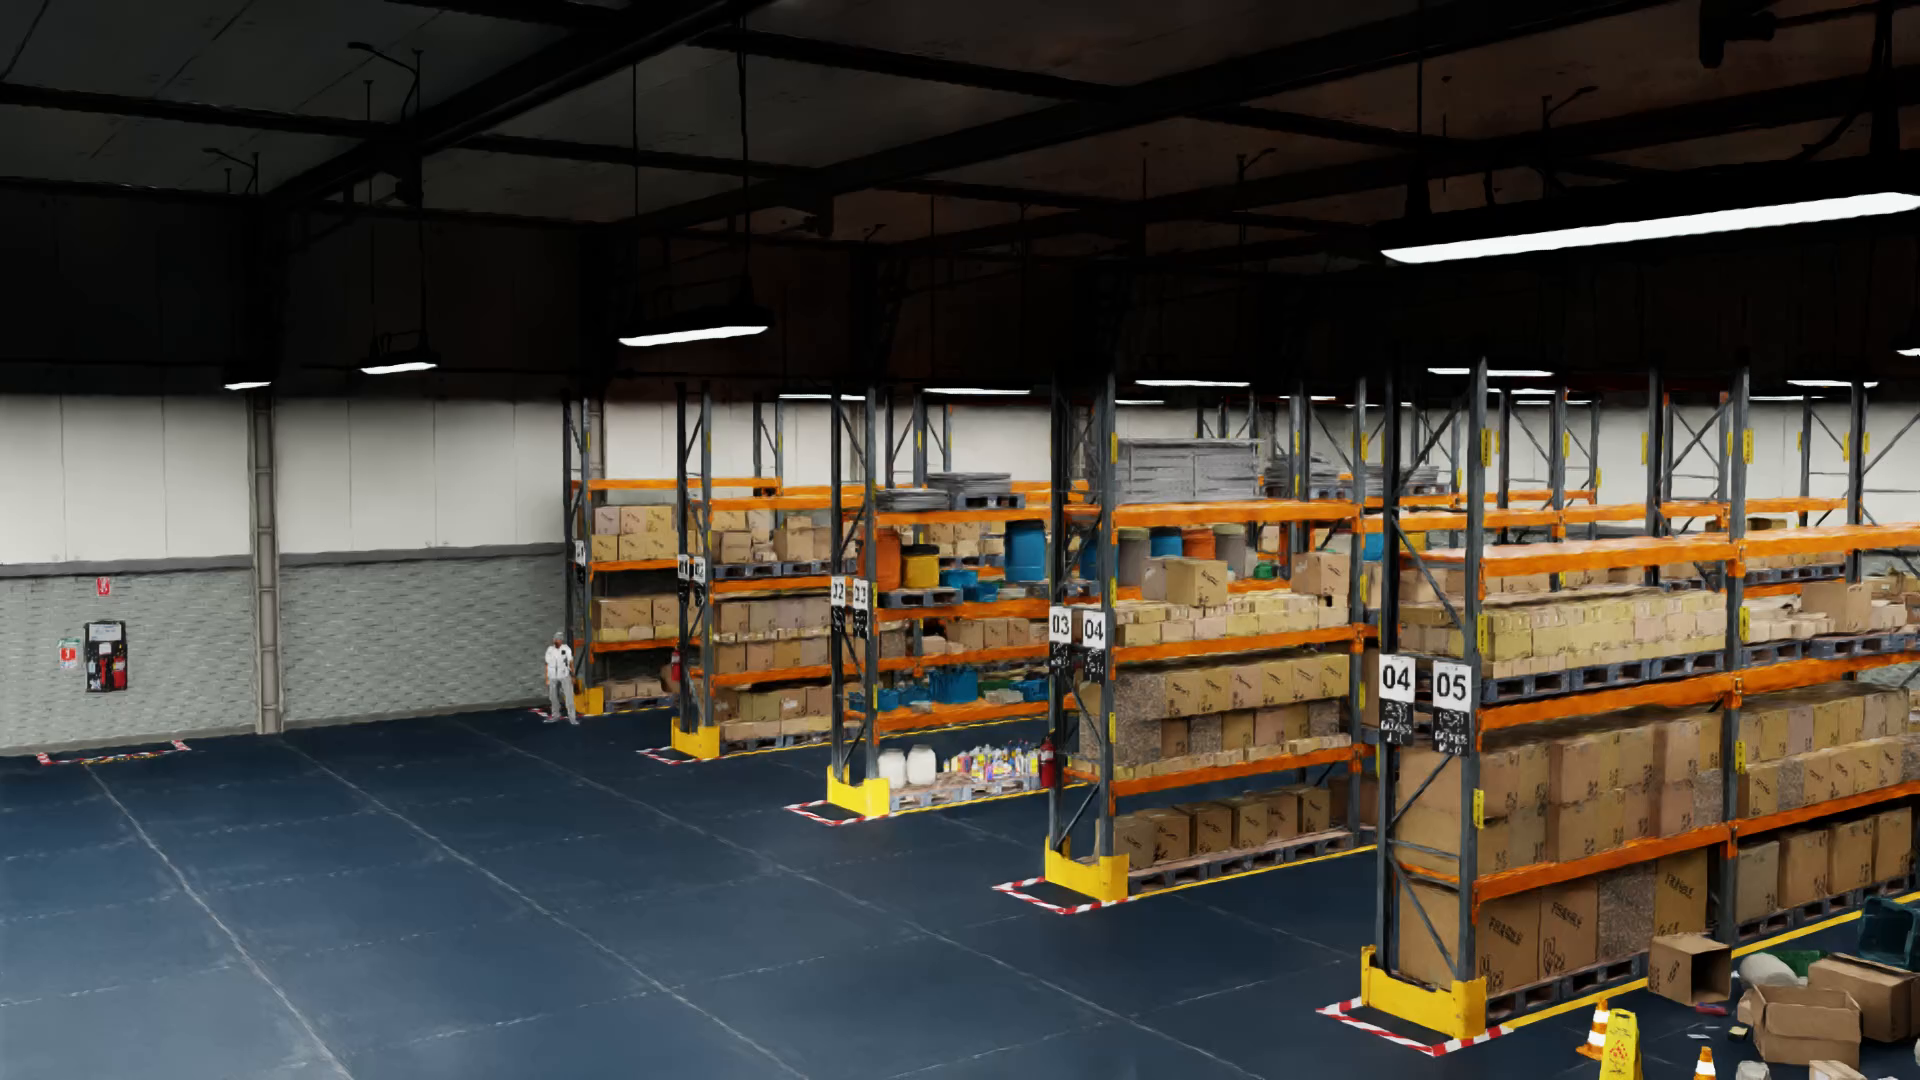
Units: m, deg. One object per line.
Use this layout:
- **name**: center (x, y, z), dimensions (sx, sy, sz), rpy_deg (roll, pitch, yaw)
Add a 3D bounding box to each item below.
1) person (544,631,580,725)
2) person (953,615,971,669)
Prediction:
- **person**: center (-7.055, 2.438, 29.475), dimensions (0.731, 1.653, 0.564), rpy_deg (0, 4, 3)
- **person**: center (-0.022, 2.171, 33.801), dimensions (0.996, 1.617, 0.448), rpy_deg (-3, 5, -43)
